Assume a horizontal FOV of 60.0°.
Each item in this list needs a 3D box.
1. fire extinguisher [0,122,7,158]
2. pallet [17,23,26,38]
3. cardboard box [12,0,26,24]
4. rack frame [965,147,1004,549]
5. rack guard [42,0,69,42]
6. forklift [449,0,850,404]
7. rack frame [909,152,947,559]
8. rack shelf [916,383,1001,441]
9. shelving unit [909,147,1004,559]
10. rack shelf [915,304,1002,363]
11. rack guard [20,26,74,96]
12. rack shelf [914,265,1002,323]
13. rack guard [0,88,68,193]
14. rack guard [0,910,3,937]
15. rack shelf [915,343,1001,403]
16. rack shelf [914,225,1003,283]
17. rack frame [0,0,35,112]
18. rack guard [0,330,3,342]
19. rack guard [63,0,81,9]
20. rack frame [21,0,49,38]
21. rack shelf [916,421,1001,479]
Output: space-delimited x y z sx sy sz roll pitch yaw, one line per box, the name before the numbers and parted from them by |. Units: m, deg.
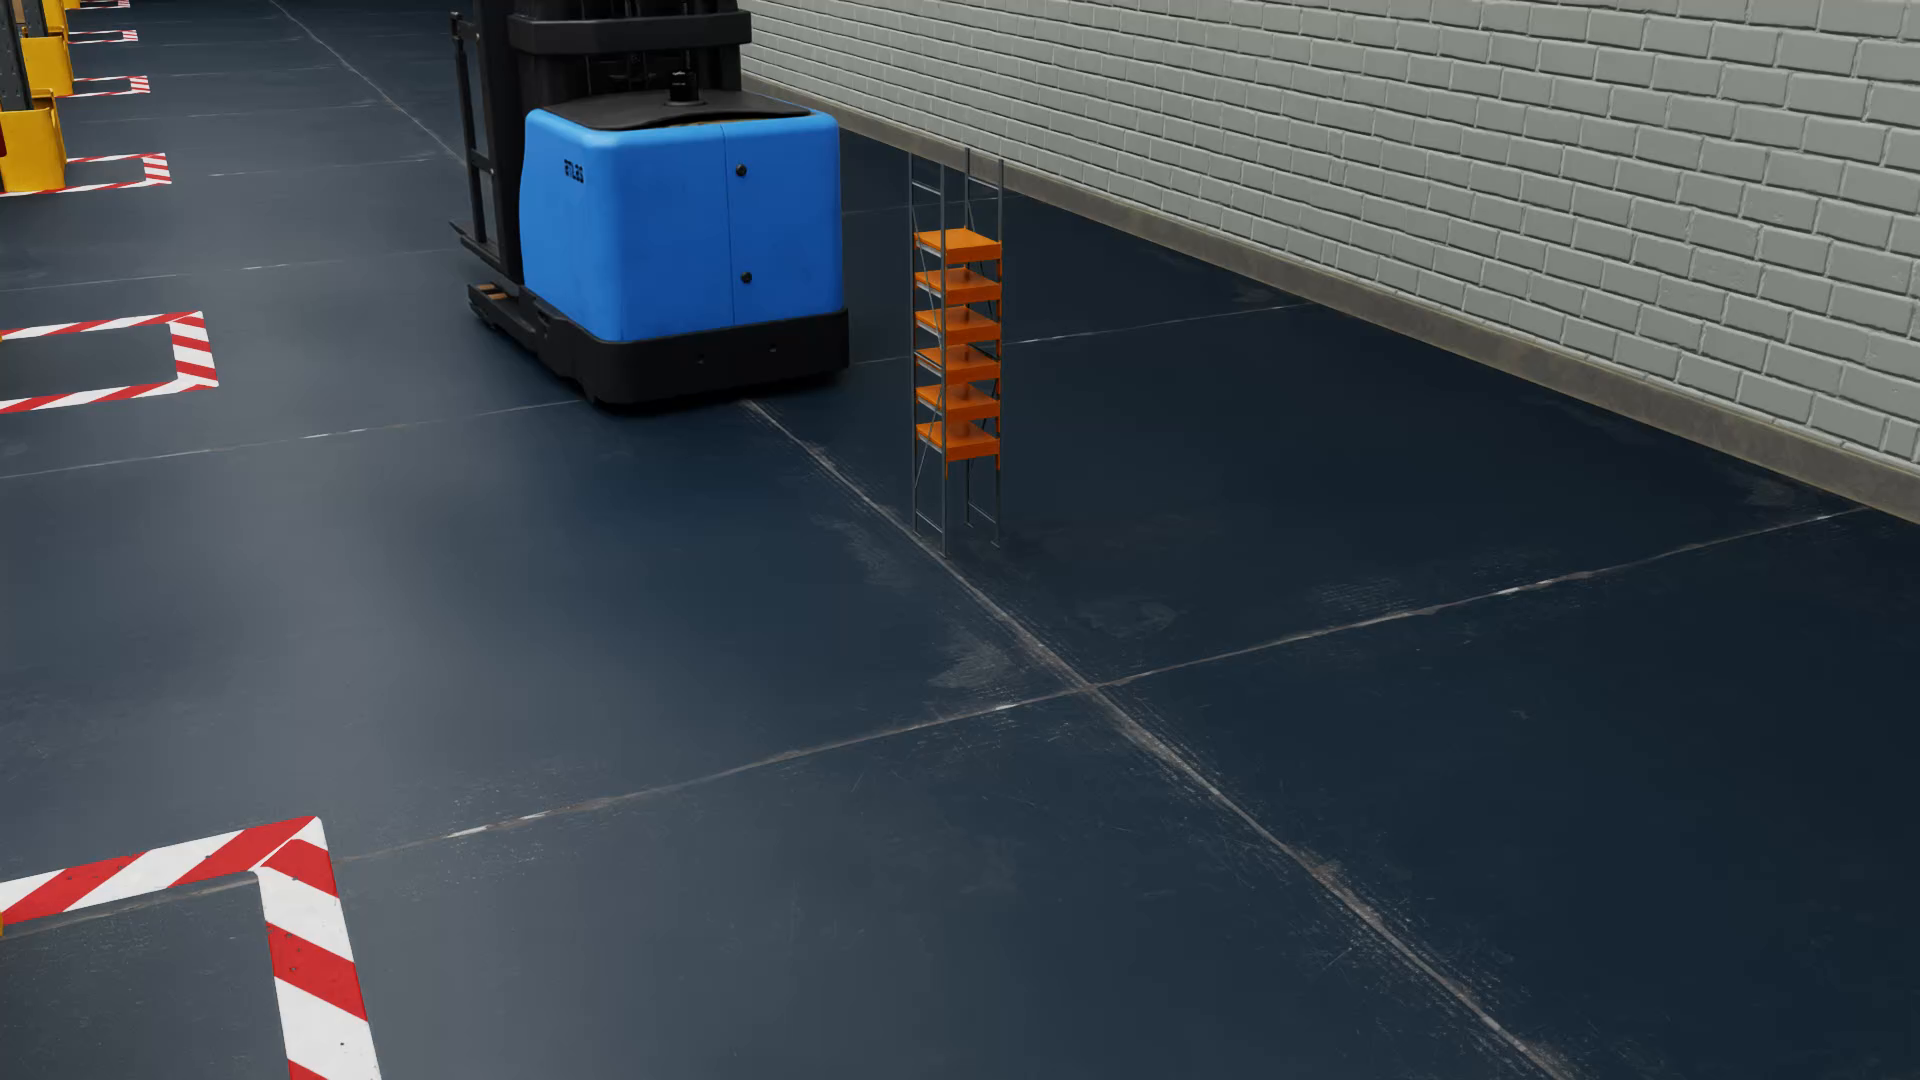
fire extinguisher | -3.708 -1.764 6.179 0.183 0.674 0.296 -10 25 -24
pallet | -11.275 -5.797 18.978 1.213 0.211 1.003 -10 25 -24
cardboard box | -10.872 -6.104 18.766 0.500 0.500 0.500 -10 25 -24
rack frame | 0.069 -0.567 5.051 0.006 1.200 0.240 -10 25 -24
rack guard | -10.557 -6.063 19.243 0.348 0.500 1.175 -10 25 -24
forklift | -1.624 -2.389 7.189 1.130 2.935 3.031 -12 26 -28
rack frame | -0.095 -0.537 4.978 0.006 1.200 0.240 -10 25 -24
rack shelf | -0.013 -0.400 5.078 0.180 0.103 0.258 -10 25 -24
shelving unit | -0.013 -0.552 5.015 0.189 1.200 0.258 -10 25 -24
rack shelf | -0.013 -0.622 4.986 0.180 0.103 0.258 -10 25 -24
rack guard | -8.328 -4.376 15.168 0.348 0.500 1.175 -10 25 -24
rack shelf | -0.013 -0.733 4.940 0.180 0.103 0.258 -10 25 -24
rack guard | -6.174 -2.665 11.034 0.348 0.500 1.175 -10 25 -24
rack guard | -1.876 0.751 2.783 0.348 0.500 1.175 -10 25 -24
rack shelf | -0.013 -0.511 5.032 0.180 0.103 0.258 -10 25 -24
rack shelf | -0.013 -0.844 4.894 0.180 0.103 0.258 -10 25 -24
rack frame | -6.195 -3.816 10.546 0.127 3.000 1.000 -10 25 -24
rack guard | -4.204 -0.922 6.824 0.348 0.500 1.175 -10 25 -24
rack guard | -12.619 -7.786 23.405 0.348 0.500 1.175 -10 25 -24
rack frame | -8.344 -5.523 14.670 0.127 3.000 1.000 -10 25 -24
rack shelf | -0.013 -0.289 5.124 0.180 0.103 0.258 -10 25 -24
